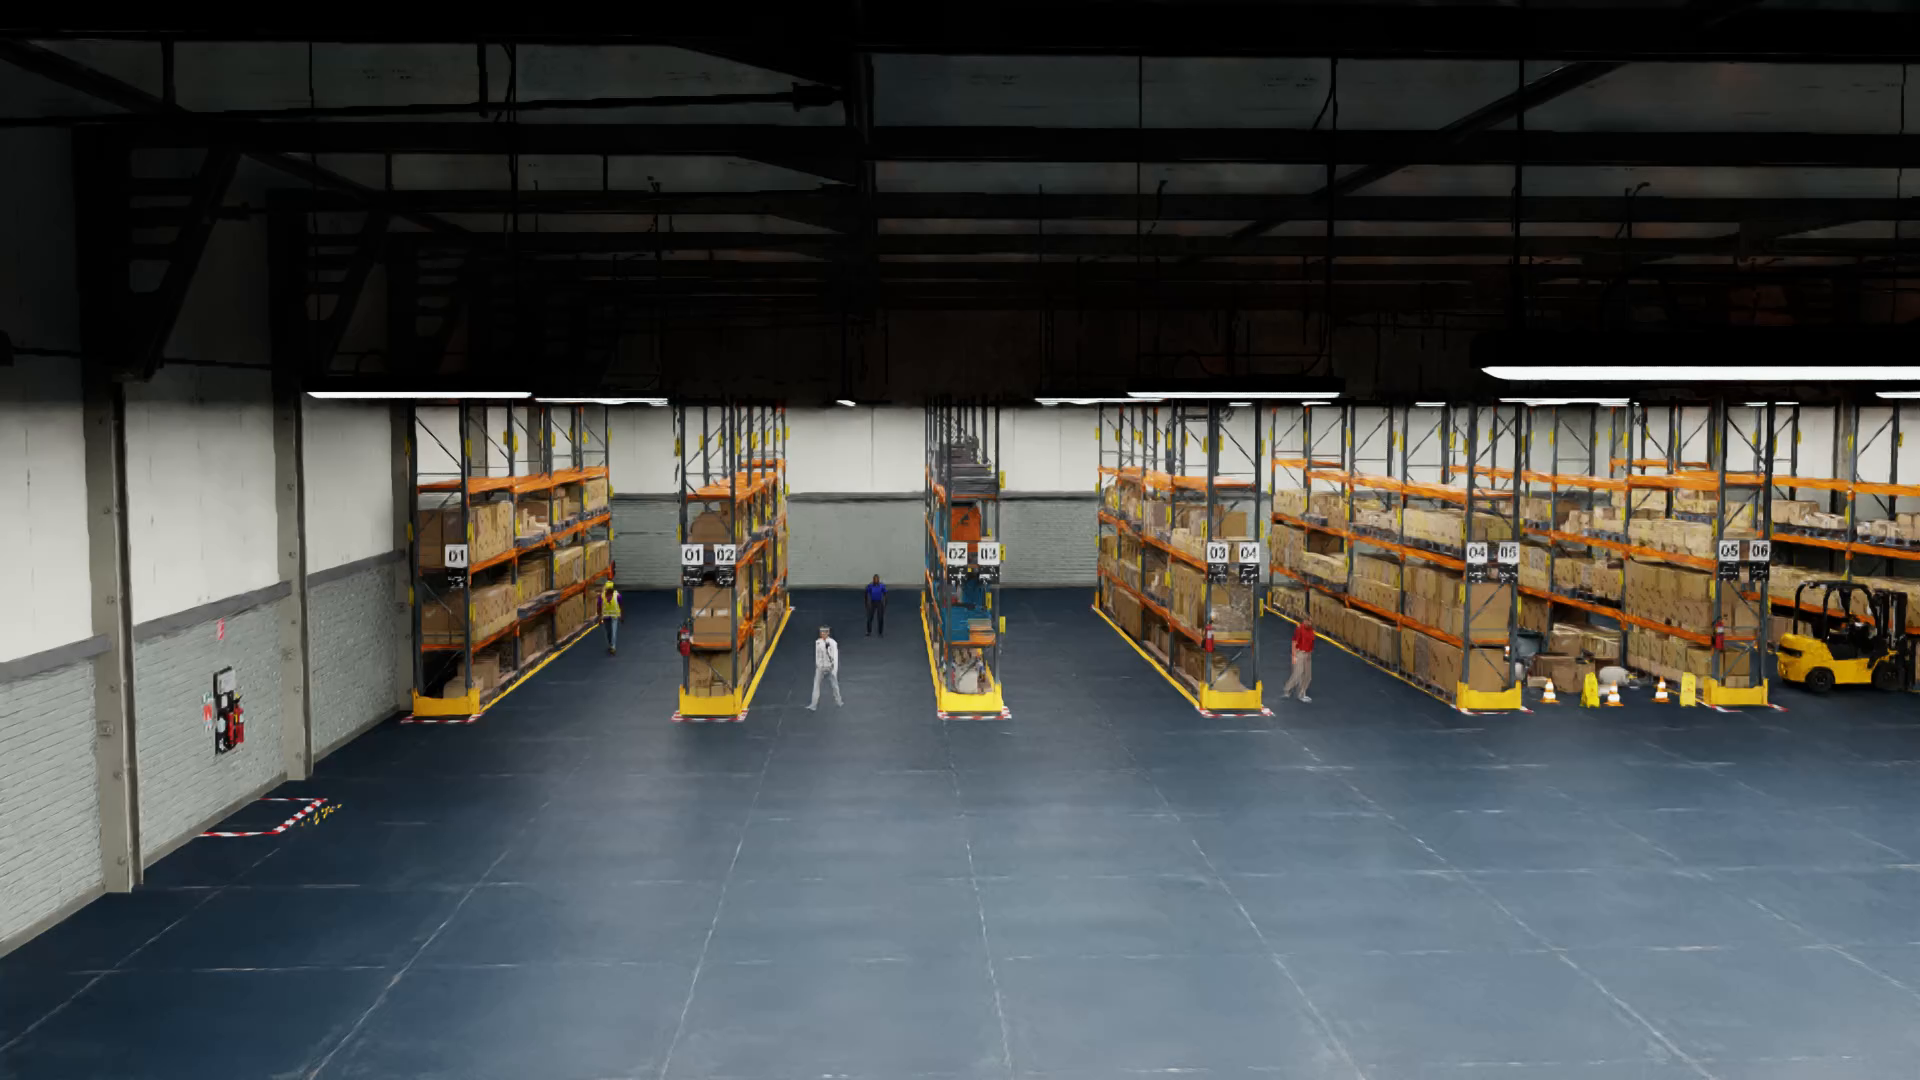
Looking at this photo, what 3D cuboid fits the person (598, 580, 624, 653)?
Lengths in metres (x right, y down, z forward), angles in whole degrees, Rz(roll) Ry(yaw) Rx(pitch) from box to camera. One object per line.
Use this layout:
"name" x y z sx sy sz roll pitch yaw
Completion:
"person" -8.241 1.778 39.122 0.577 1.691 1.121 0 5 0

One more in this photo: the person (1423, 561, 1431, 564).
"person" 12.636 1.376 45.040 0.361 1.617 0.454 1 5 14

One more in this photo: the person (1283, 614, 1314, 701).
"person" 6.661 2.288 32.690 0.602 1.713 0.565 -4 6 -38

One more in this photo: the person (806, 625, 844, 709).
"person" -2.553 2.406 31.696 0.524 1.621 0.929 2 5 21

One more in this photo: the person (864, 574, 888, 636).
"person" -2.114 1.632 41.755 0.592 1.604 0.518 0 5 -5
